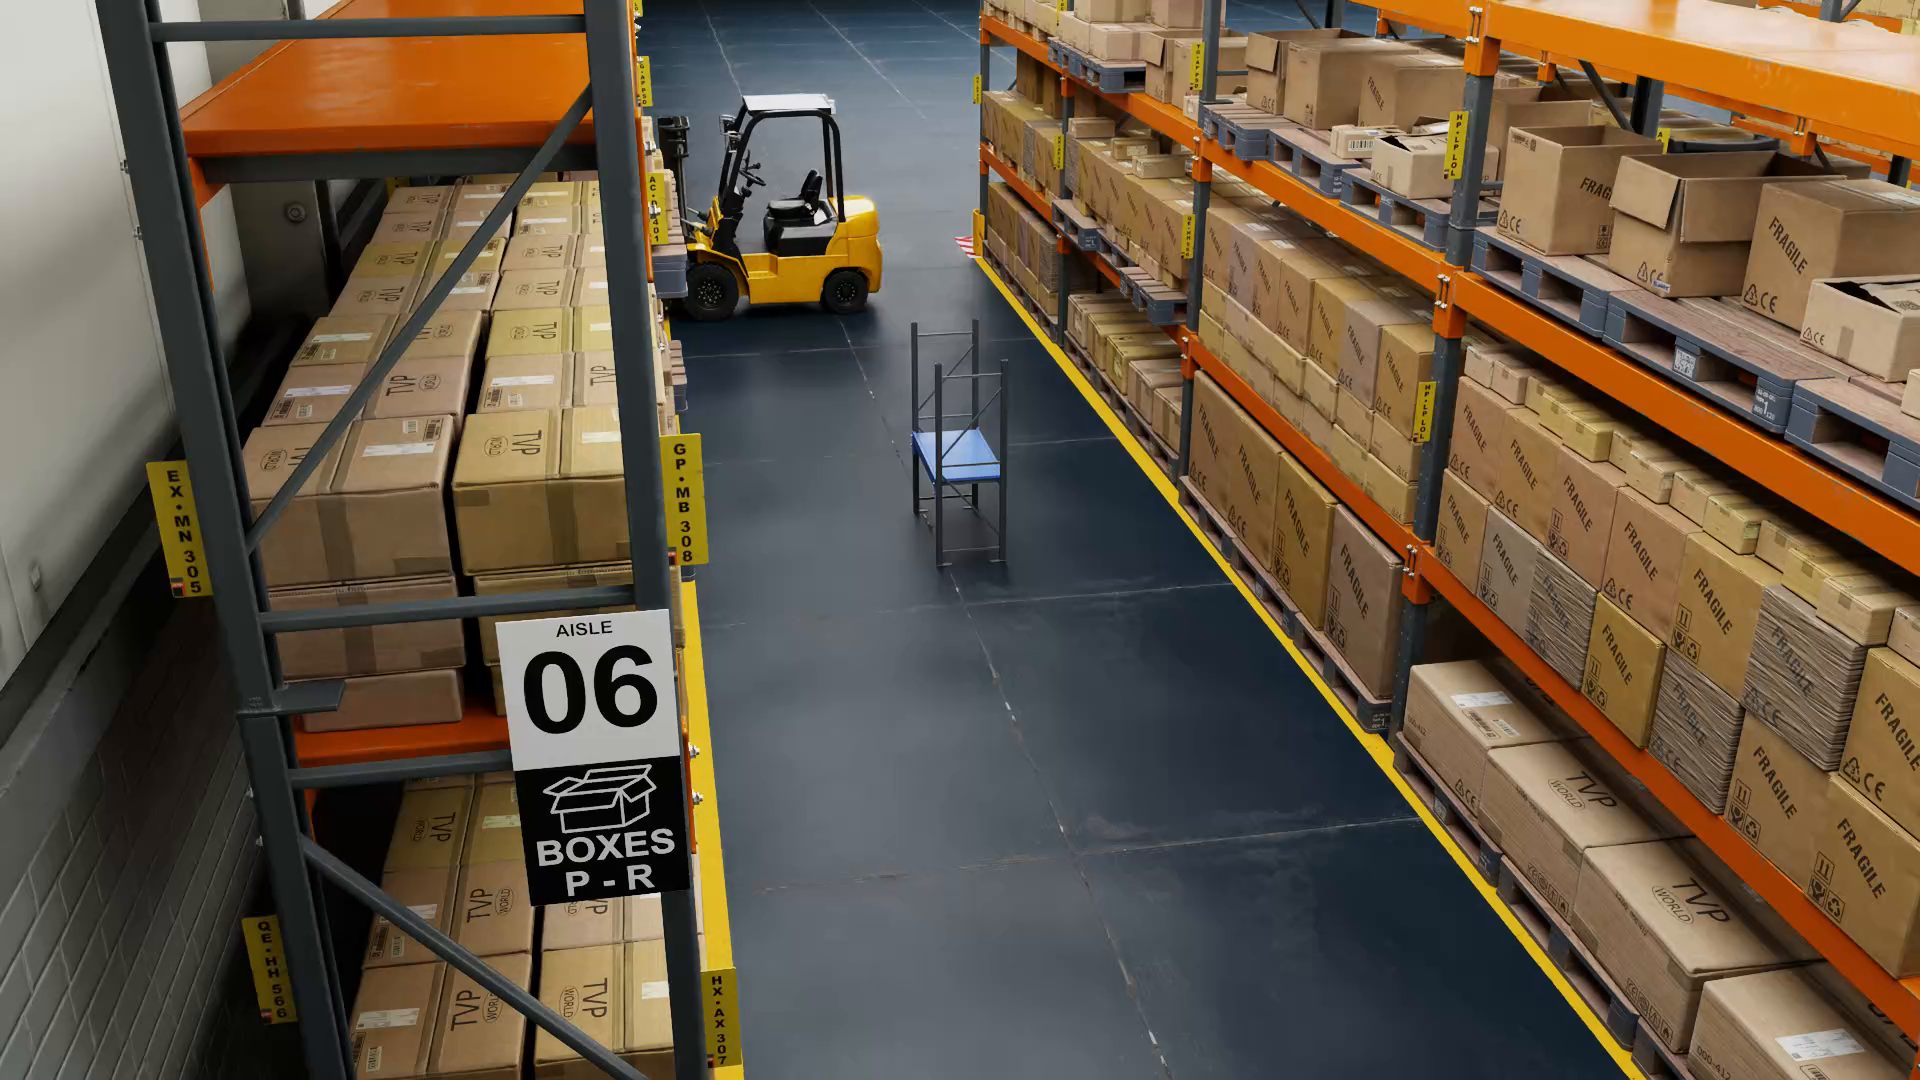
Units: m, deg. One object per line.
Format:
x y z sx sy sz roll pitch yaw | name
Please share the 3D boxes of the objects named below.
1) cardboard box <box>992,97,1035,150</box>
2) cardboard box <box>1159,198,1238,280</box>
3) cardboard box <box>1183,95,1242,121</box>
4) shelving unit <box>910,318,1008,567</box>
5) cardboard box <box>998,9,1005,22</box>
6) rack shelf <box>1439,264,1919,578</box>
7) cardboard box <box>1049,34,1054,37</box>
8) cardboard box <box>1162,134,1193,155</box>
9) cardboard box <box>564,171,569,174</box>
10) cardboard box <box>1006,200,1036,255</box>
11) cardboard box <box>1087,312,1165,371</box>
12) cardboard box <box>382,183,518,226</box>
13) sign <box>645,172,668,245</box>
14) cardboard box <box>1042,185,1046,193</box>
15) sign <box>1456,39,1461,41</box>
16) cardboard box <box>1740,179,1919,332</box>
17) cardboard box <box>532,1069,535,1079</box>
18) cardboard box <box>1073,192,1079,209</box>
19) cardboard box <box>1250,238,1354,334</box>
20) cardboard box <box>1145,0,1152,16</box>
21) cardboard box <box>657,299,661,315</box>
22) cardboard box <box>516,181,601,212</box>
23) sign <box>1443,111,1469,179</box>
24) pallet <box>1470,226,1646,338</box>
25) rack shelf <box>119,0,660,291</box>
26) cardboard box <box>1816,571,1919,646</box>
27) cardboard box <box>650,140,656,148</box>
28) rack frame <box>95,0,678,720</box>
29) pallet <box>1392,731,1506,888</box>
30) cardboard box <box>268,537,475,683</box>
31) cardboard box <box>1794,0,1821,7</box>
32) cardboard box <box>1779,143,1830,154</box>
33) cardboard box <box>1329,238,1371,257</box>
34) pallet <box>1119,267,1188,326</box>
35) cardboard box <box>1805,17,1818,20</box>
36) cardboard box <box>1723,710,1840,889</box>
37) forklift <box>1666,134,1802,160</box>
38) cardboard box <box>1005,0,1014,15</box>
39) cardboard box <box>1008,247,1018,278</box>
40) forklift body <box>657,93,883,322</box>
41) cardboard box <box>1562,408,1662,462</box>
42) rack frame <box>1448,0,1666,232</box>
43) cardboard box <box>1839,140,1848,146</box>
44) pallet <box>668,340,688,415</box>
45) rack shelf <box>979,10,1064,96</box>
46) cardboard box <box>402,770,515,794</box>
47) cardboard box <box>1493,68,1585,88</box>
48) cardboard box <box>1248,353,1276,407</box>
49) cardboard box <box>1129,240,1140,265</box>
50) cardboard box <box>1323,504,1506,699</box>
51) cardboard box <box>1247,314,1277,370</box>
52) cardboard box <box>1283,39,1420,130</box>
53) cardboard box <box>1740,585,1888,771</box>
0.655 -4.710 18.789 0.500 0.500 0.500 -4 24 -8 | cardboard box
1.863 -2.324 12.802 0.500 0.500 0.500 -5 24 -11 | cardboard box
1.901 -3.256 12.524 0.380 0.149 0.250 -4 24 -10 | cardboard box
-0.016 -0.721 12.027 0.538 1.500 1.048 -4 24 -10 | shelving unit
0.635 -5.839 18.439 0.380 0.149 0.250 -4 24 -8 | cardboard box
3.329 -0.476 6.743 1.077 0.370 4.000 -4 24 -10 | rack shelf
1.091 -4.930 16.357 0.380 0.149 0.250 -4 24 -9 | cardboard box
2.002 -3.495 14.674 0.380 0.149 0.250 -5 24 -12 | cardboard box
-2.138 -2.150 9.864 0.500 0.250 0.500 -4 24 -10 | cardboard box
0.809 -3.464 18.407 0.500 0.500 0.500 -4 24 -9 | cardboard box
1.716 -1.864 15.529 0.950 0.372 0.625 -3 24 -6 | cardboard box
-2.106 -1.305 6.933 0.500 0.250 0.500 -5 24 -10 | cardboard box
-1.386 -1.504 7.552 0.100 0.325 0.005 -4 24 -10 | sign
1.065 -3.658 17.192 0.380 0.149 0.250 -5 24 -10 | cardboard box
6.123 -6.018 20.538 0.100 0.325 0.005 -4 24 -10 | sign
3.474 -1.107 6.515 0.500 0.500 0.500 -4 24 -9 | cardboard box
-1.490 1.625 5.096 0.380 0.149 0.250 -4 24 -8 | cardboard box
1.272 -3.201 15.621 0.380 0.149 0.250 -4 24 -9 | cardboard box
2.253 -1.684 10.984 0.500 0.500 0.500 -4 24 -8 | cardboard box
1.713 -4.873 14.951 0.500 0.250 0.500 -4 24 -9 | cardboard box
-3.183 -2.370 16.216 0.500 0.250 0.500 -4 24 -10 | cardboard box
-1.588 -1.340 7.013 0.500 0.250 0.500 -4 24 -10 | cardboard box
2.428 -1.930 8.134 0.100 0.325 0.005 -4 24 -10 | sign
3.101 -1.229 7.680 1.003 0.211 1.213 -4 24 -10 | pallet
-1.548 -1.480 5.299 1.077 0.370 4.000 -4 24 -10 | rack shelf
3.235 0.234 5.781 0.380 0.149 0.250 -5 24 -10 | cardboard box
-1.740 -1.935 8.477 0.380 0.149 0.250 -5 24 -11 | cardboard box
-1.178 -1.025 3.353 1.000 3.000 0.127 -4 24 -10 | rack frame
3.023 1.365 8.861 1.003 0.211 1.213 -4 24 -10 | pallet
-1.528 0.127 4.279 0.500 0.250 0.500 -5 24 -11 | cardboard box
10.416 -6.566 19.976 0.500 0.250 0.500 -5 24 -11 | cardboard box
6.898 -3.077 14.174 0.700 0.500 0.500 -5 24 -11 | cardboard box
2.761 -1.714 11.053 0.500 0.500 0.500 -4 24 -10 | cardboard box
1.984 -1.976 13.266 1.213 0.211 1.003 -4 24 -10 | pallet
7.056 -4.239 13.999 0.500 0.250 0.500 -4 24 -8 | cardboard box
3.272 0.941 6.223 0.500 0.500 0.500 -5 24 -11 | cardboard box
4.989 -1.493 12.008 1.130 2.935 3.031 -3 24 -7 | forklift
0.775 -5.762 17.764 0.500 0.250 0.500 -4 24 -8 | cardboard box
0.818 -3.118 18.551 0.500 0.250 0.500 -3 24 -6 | cardboard box
-1.993 -3.569 17.735 2.313 2.155 1.214 -4 24 -10 | forklift body
2.921 -0.470 7.393 0.380 0.149 0.250 -5 24 -11 | cardboard box
2.960 -2.967 7.800 1.000 3.000 0.127 -4 24 -10 | rack frame
10.657 -4.741 19.671 0.380 0.149 0.250 -4 24 -10 | cardboard box
-2.463 -1.073 11.199 1.213 0.211 1.003 -4 24 -10 | pallet
1.111 -5.196 17.551 1.077 0.370 4.000 -4 24 -10 | rack shelf
-1.801 0.892 6.276 0.500 0.250 0.500 -4 24 -10 | cardboard box
6.076 -4.690 17.703 0.875 0.550 0.550 -4 24 -10 | cardboard box
2.267 -1.104 11.217 0.500 0.250 0.500 -4 24 -8 | cardboard box
1.613 -2.383 13.747 0.380 0.149 0.250 -4 24 -9 | cardboard box
2.766 0.325 9.887 0.875 0.875 0.875 -4 24 -8 | cardboard box
2.246 -1.334 11.119 0.500 0.250 0.500 -4 24 -10 | cardboard box
2.590 -3.029 11.040 0.700 0.500 0.500 -6 24 -12 | cardboard box
3.251 0.476 6.038 0.500 0.500 0.500 -4 24 -10 | cardboard box
